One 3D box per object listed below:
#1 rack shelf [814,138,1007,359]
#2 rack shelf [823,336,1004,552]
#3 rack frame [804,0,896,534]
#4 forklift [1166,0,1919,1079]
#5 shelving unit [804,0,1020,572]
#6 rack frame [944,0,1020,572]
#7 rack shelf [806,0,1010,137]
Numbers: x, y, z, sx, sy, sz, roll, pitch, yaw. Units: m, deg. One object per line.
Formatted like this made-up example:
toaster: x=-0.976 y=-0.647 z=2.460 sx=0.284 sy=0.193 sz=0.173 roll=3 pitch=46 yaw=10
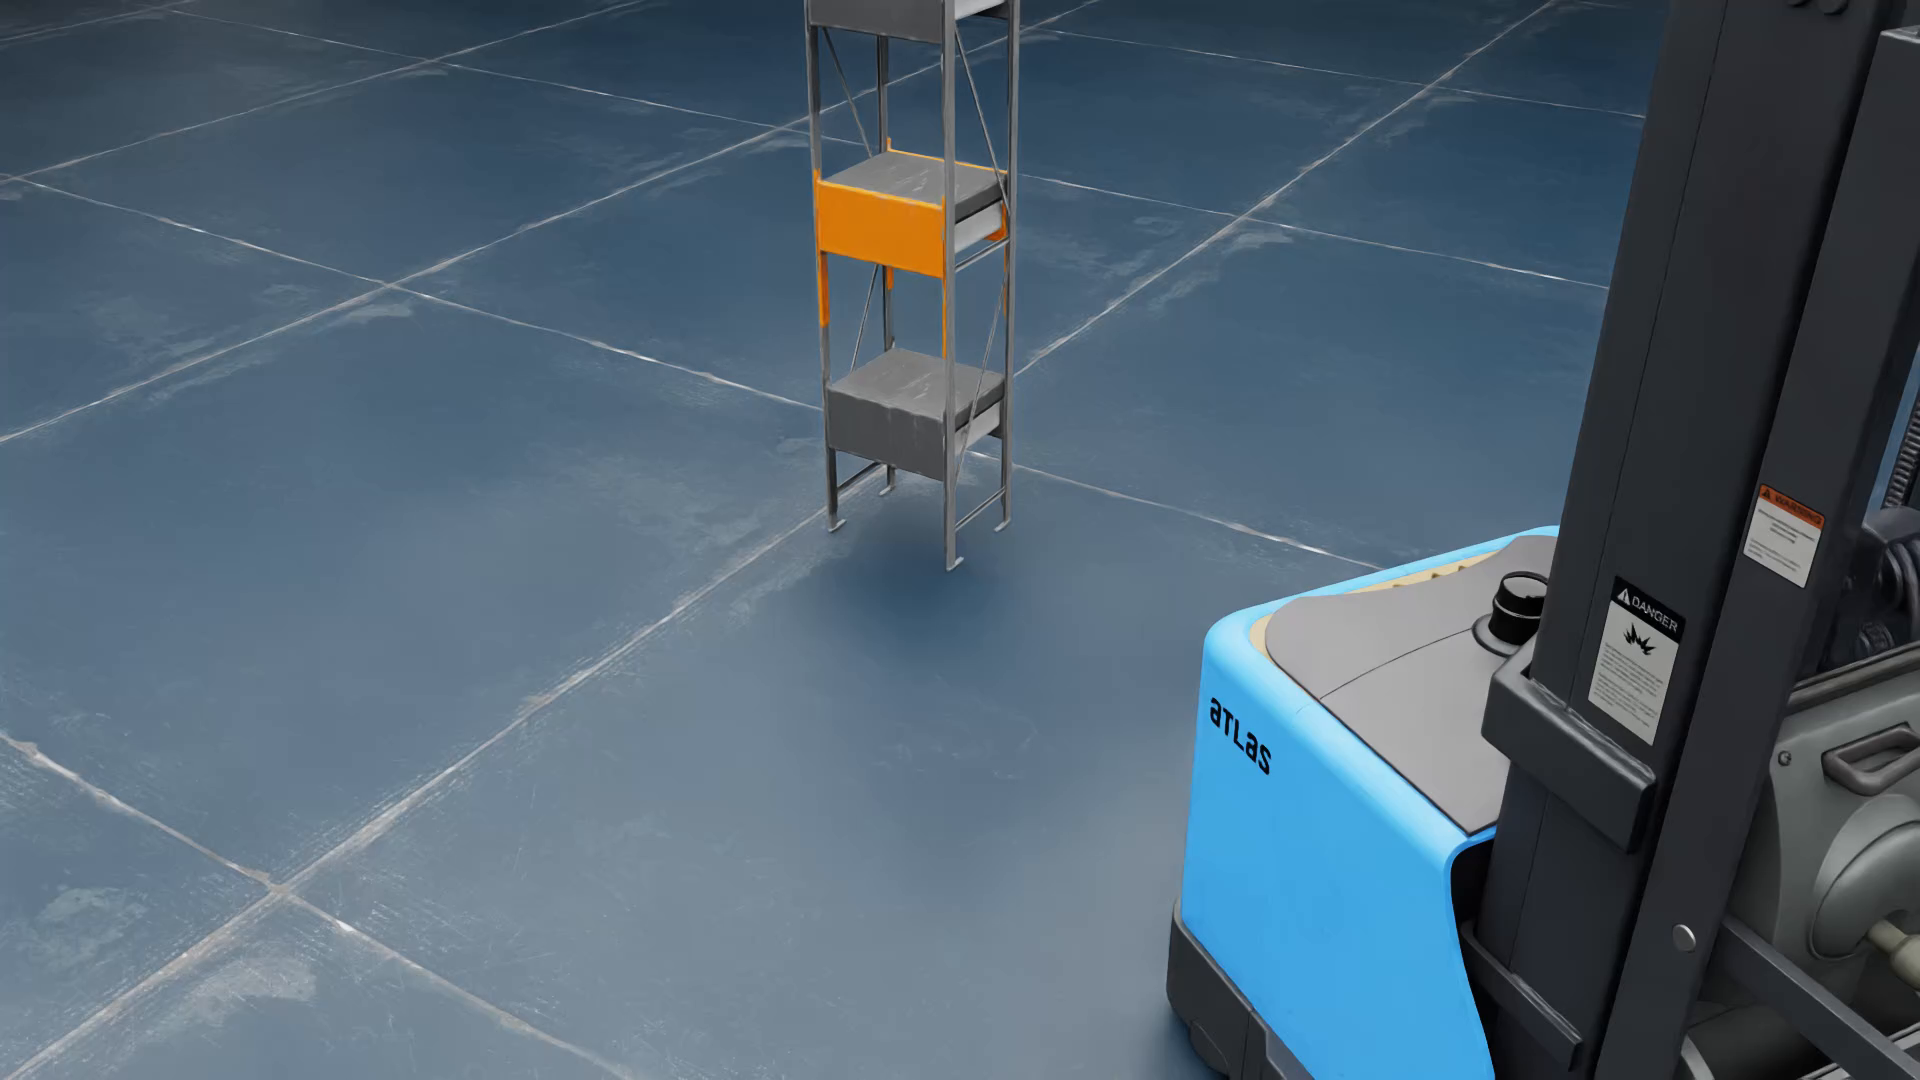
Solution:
rack shelf: x=-0.140 y=-0.940 z=5.304 sx=0.480 sy=0.518 sz=0.431 roll=18 pitch=35 yaw=27
rack shelf: x=-0.140 y=-0.335 z=5.657 sx=0.480 sy=0.518 sz=0.431 roll=18 pitch=35 yaw=27
rack frame: x=-0.347 y=-1.017 z=5.409 sx=0.015 sy=2.100 sz=0.400 roll=18 pitch=35 yaw=27
forklift: x=1.565 y=0.385 z=2.182 sx=1.130 sy=2.935 sz=3.031 roll=-14 pitch=33 yaw=-22
shelving unit: x=-0.140 y=-0.951 z=5.297 sx=0.503 sy=2.100 sz=0.431 roll=18 pitch=35 yaw=27
rack frame: x=0.066 y=-0.886 z=5.185 sx=0.015 sy=2.100 sz=0.400 roll=18 pitch=35 yaw=27
rack shelf: x=-0.140 y=-1.544 z=4.951 sx=0.480 sy=0.518 sz=0.431 roll=18 pitch=35 yaw=27
